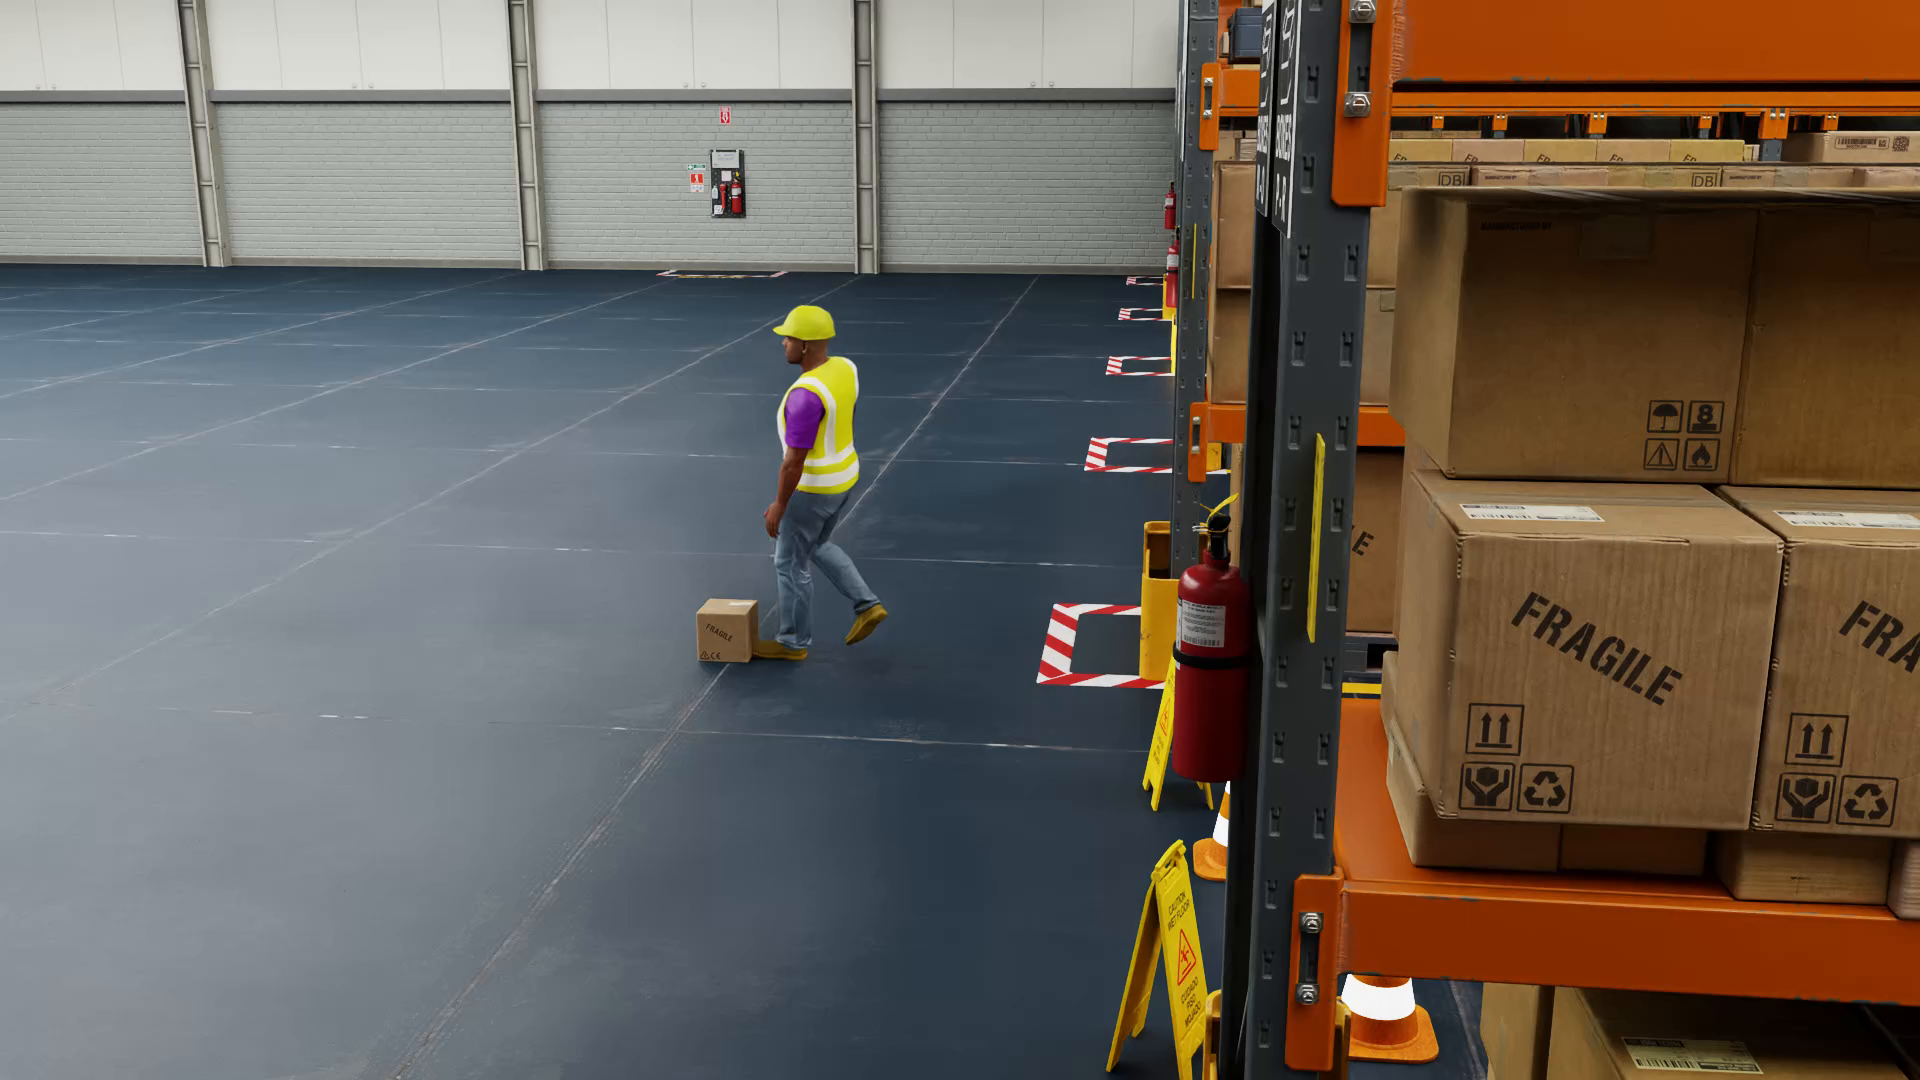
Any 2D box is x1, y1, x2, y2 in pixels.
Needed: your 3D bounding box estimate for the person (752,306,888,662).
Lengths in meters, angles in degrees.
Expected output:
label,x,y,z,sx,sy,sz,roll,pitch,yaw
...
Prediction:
label,x,y,z,sx,sy,sz,roll,pitch,yaw
person,-0.726,-0.257,8.013,0.674,1.755,0.607,3,15,13
